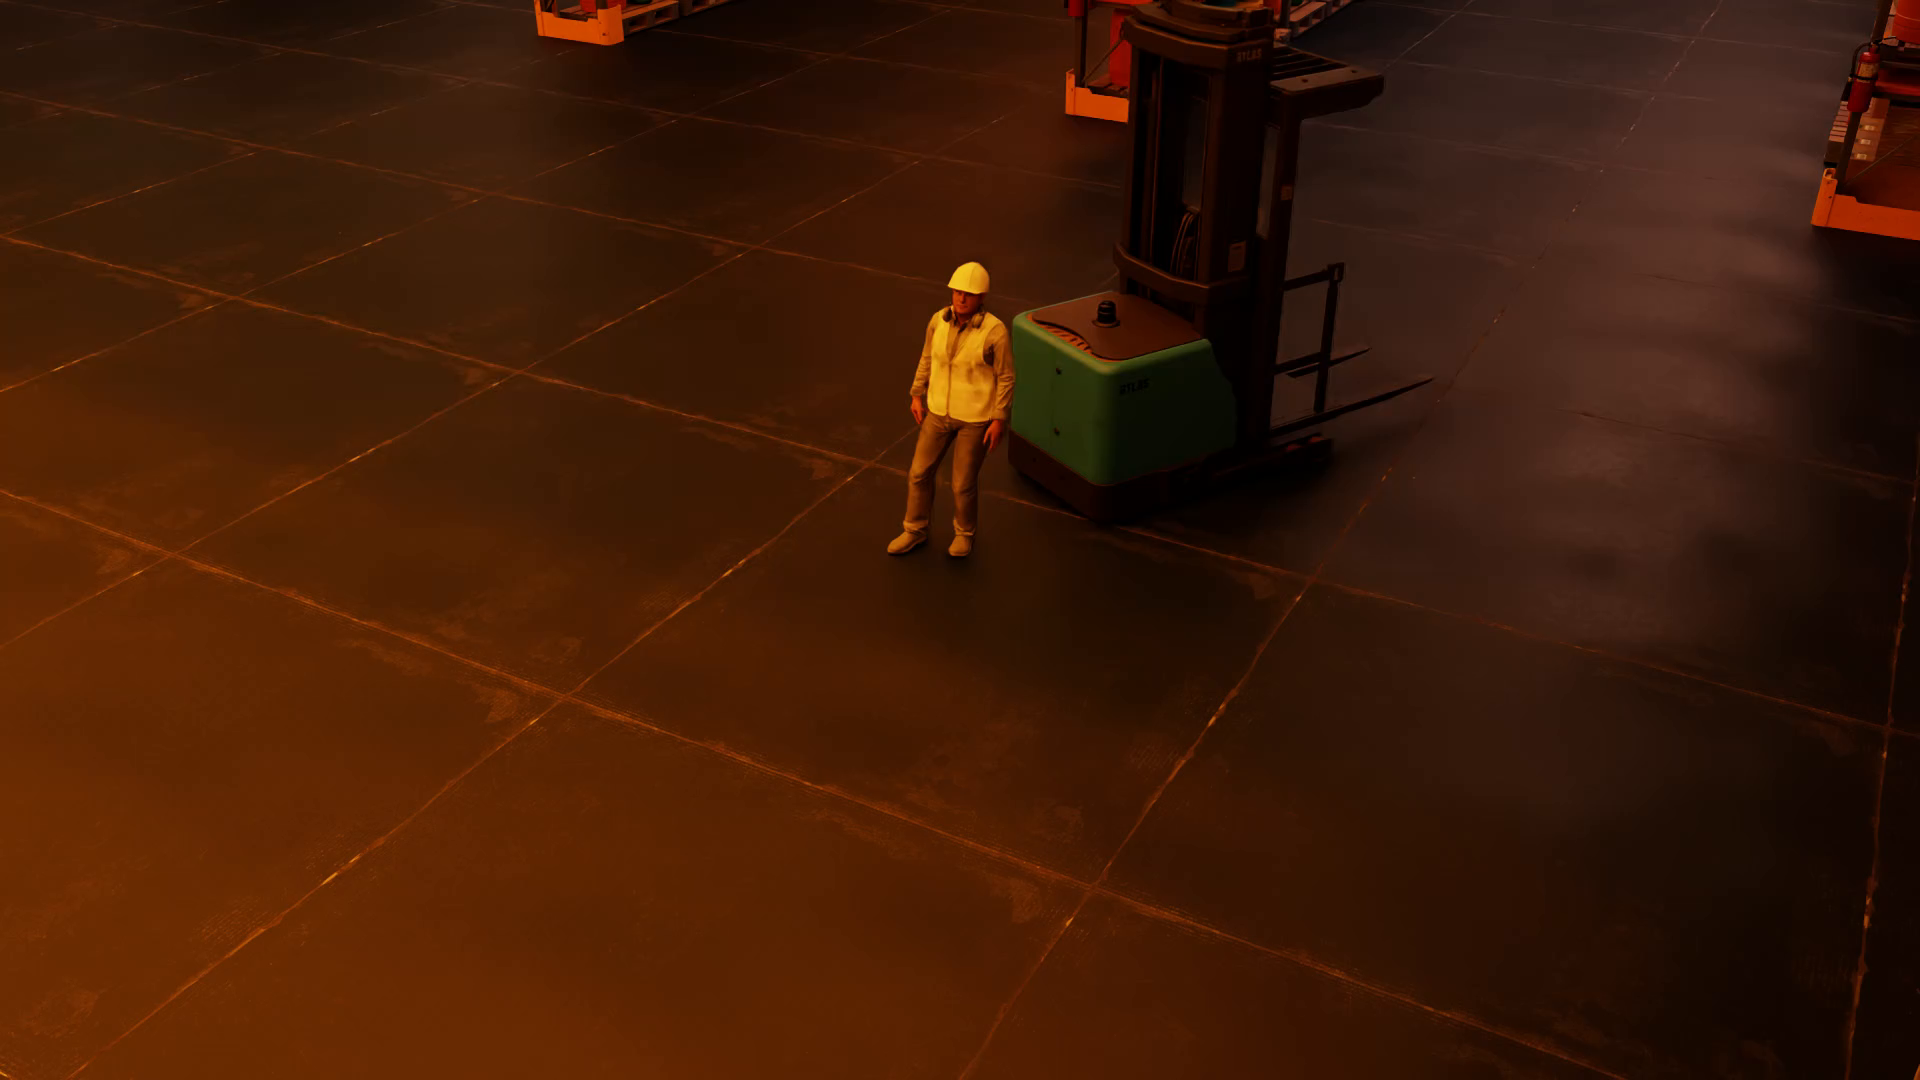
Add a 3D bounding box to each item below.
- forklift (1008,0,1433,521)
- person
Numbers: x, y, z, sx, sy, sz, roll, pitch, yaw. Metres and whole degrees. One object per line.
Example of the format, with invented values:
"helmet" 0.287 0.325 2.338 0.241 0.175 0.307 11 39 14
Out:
"forklift" 1.825 -1.932 10.418 3.031 2.935 1.130 -18 34 -28
"person" -0.034 -0.710 9.482 0.653 1.765 0.567 17 34 27
